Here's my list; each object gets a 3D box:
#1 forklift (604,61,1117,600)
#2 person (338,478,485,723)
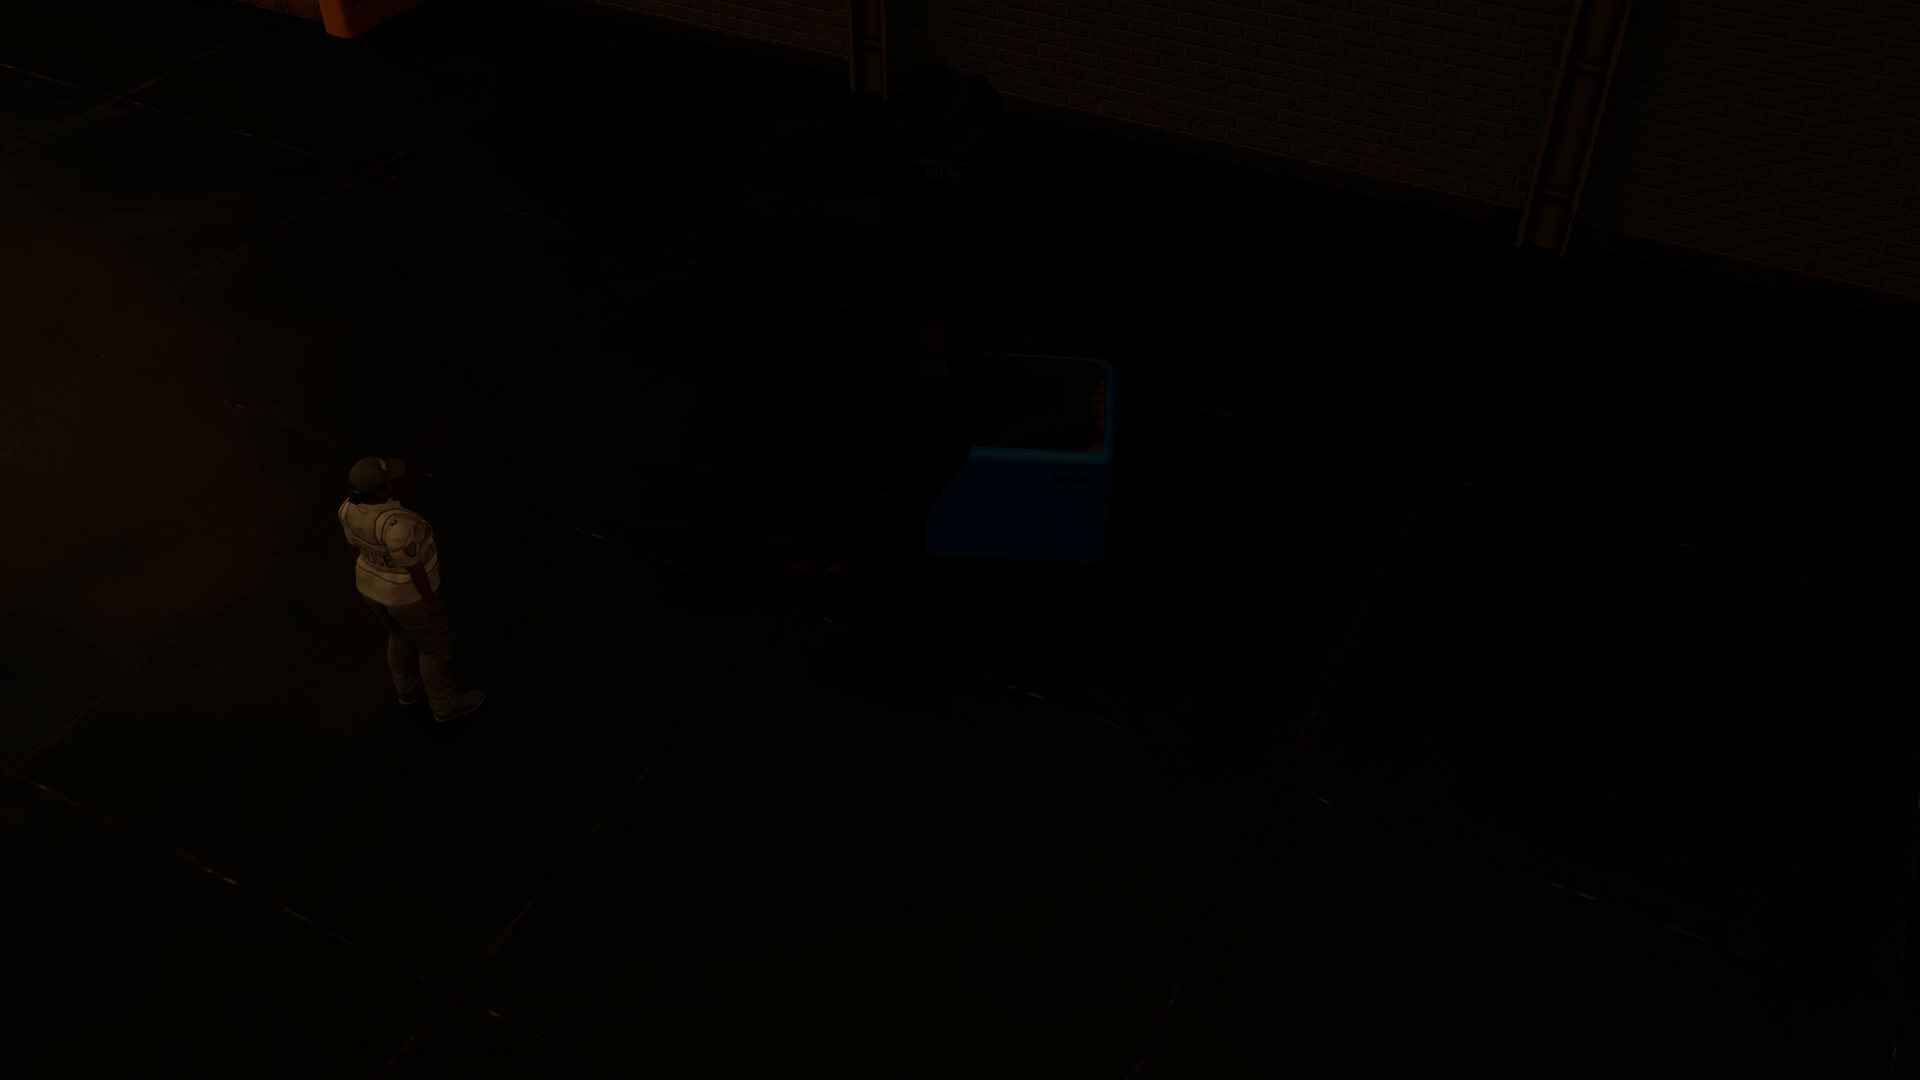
[{"bbox_3d":[-0.606,-1.157,9.360,3.031,2.935,1.130,3,40,4],"label":"forklift"},{"bbox_3d":[-2.896,0.256,8.682,0.482,1.652,0.389,22,45,24],"label":"person"}]
